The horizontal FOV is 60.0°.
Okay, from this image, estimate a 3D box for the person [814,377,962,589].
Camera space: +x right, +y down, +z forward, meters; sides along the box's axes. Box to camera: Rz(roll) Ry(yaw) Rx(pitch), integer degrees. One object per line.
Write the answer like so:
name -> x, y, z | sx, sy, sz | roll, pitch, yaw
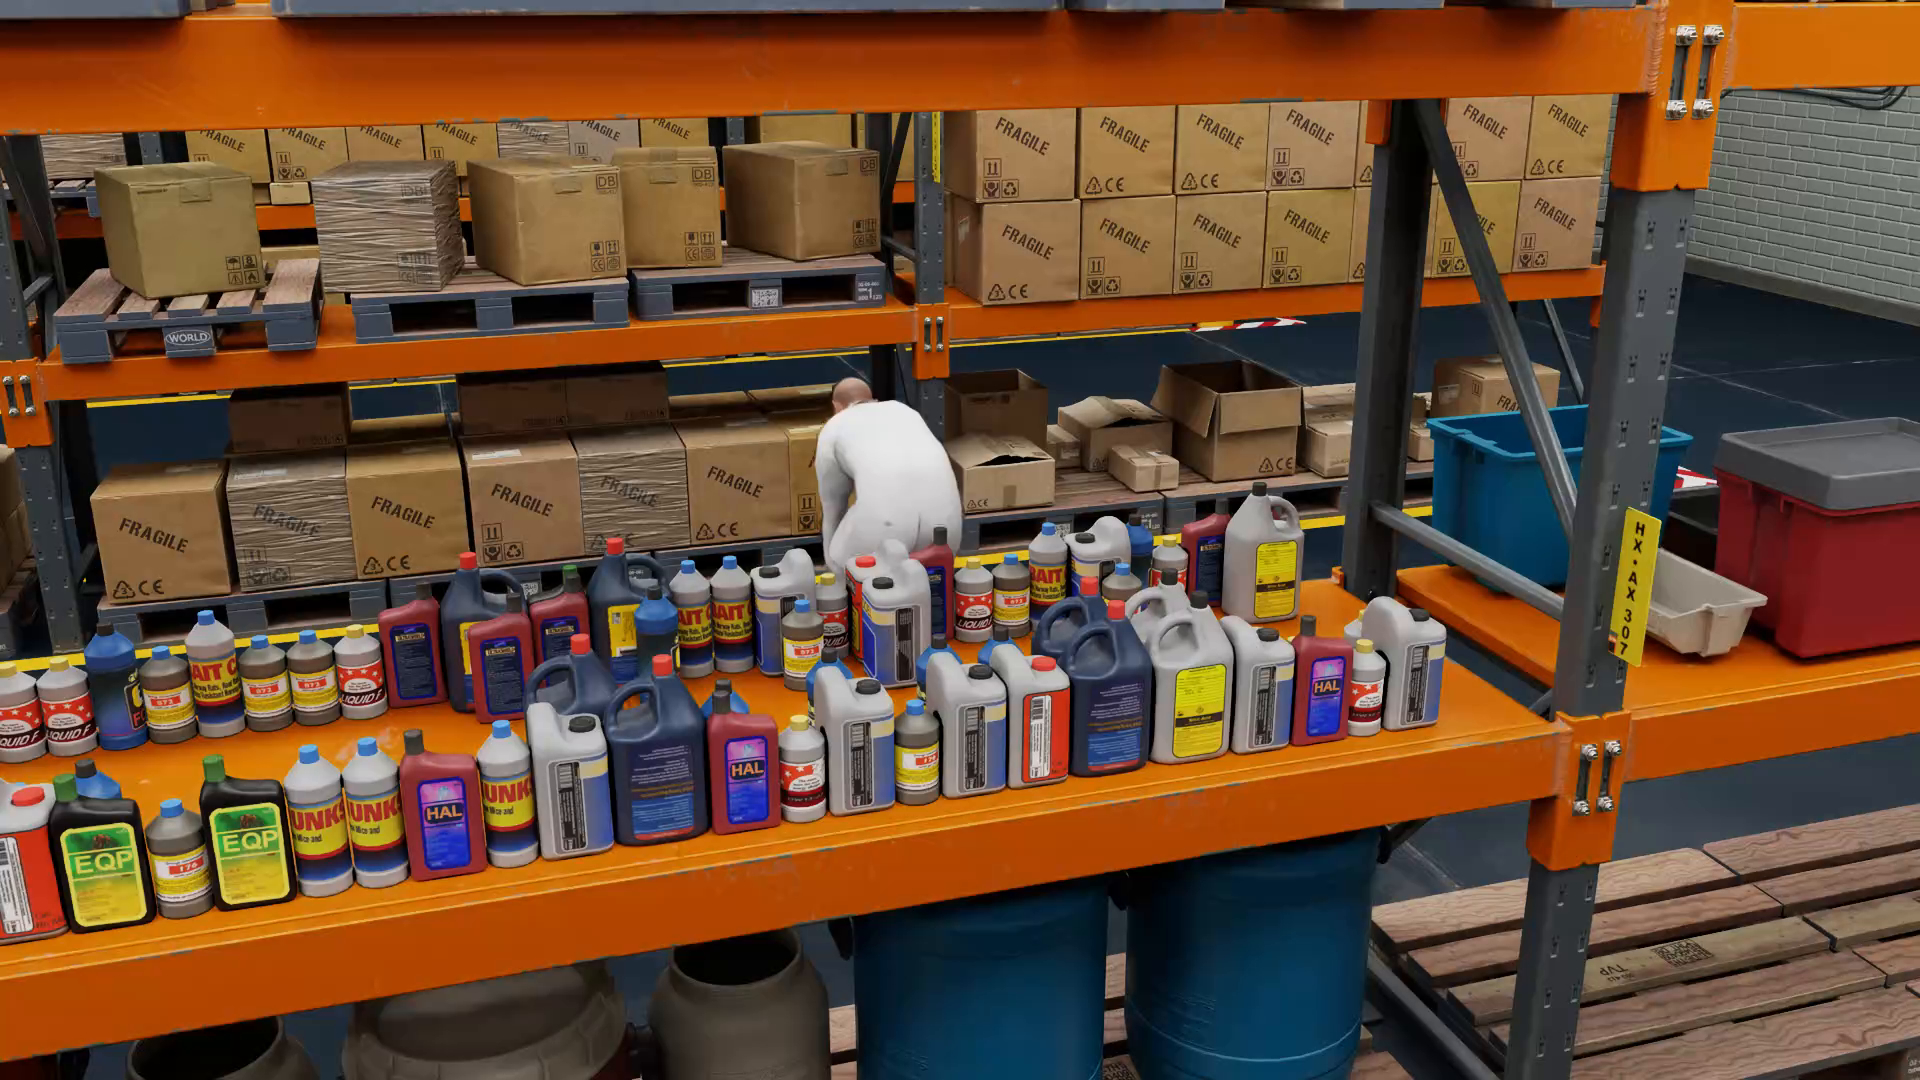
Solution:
person -> -0.318, 0.004, 6.918 | 0.572, 1.233, 0.922 | -7, 20, -20
